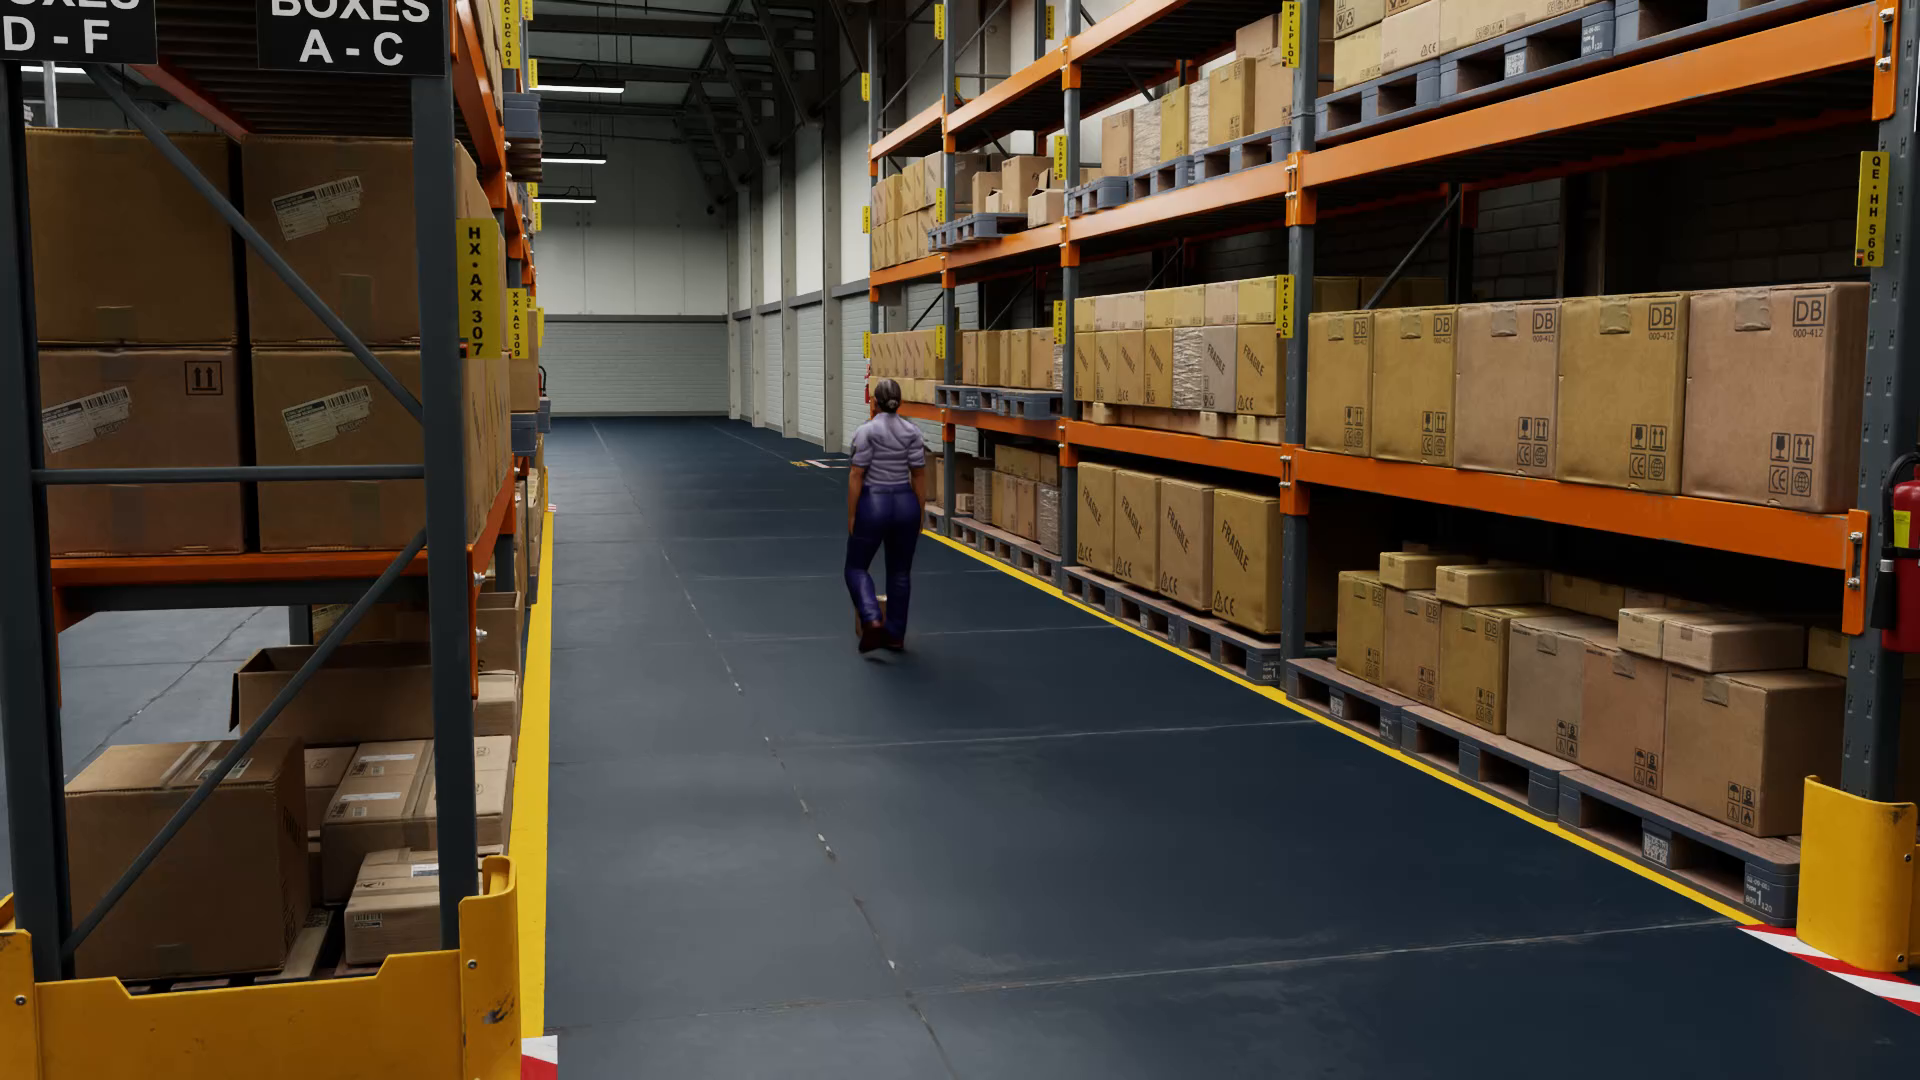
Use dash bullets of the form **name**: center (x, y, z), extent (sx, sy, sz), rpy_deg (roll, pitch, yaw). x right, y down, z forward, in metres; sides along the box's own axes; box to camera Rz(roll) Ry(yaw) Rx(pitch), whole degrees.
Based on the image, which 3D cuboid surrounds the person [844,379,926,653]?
- **person**: center (-0.442, -0.147, 9.992), extent (0.491, 1.641, 0.604), rpy_deg (-3, 7, -24)
